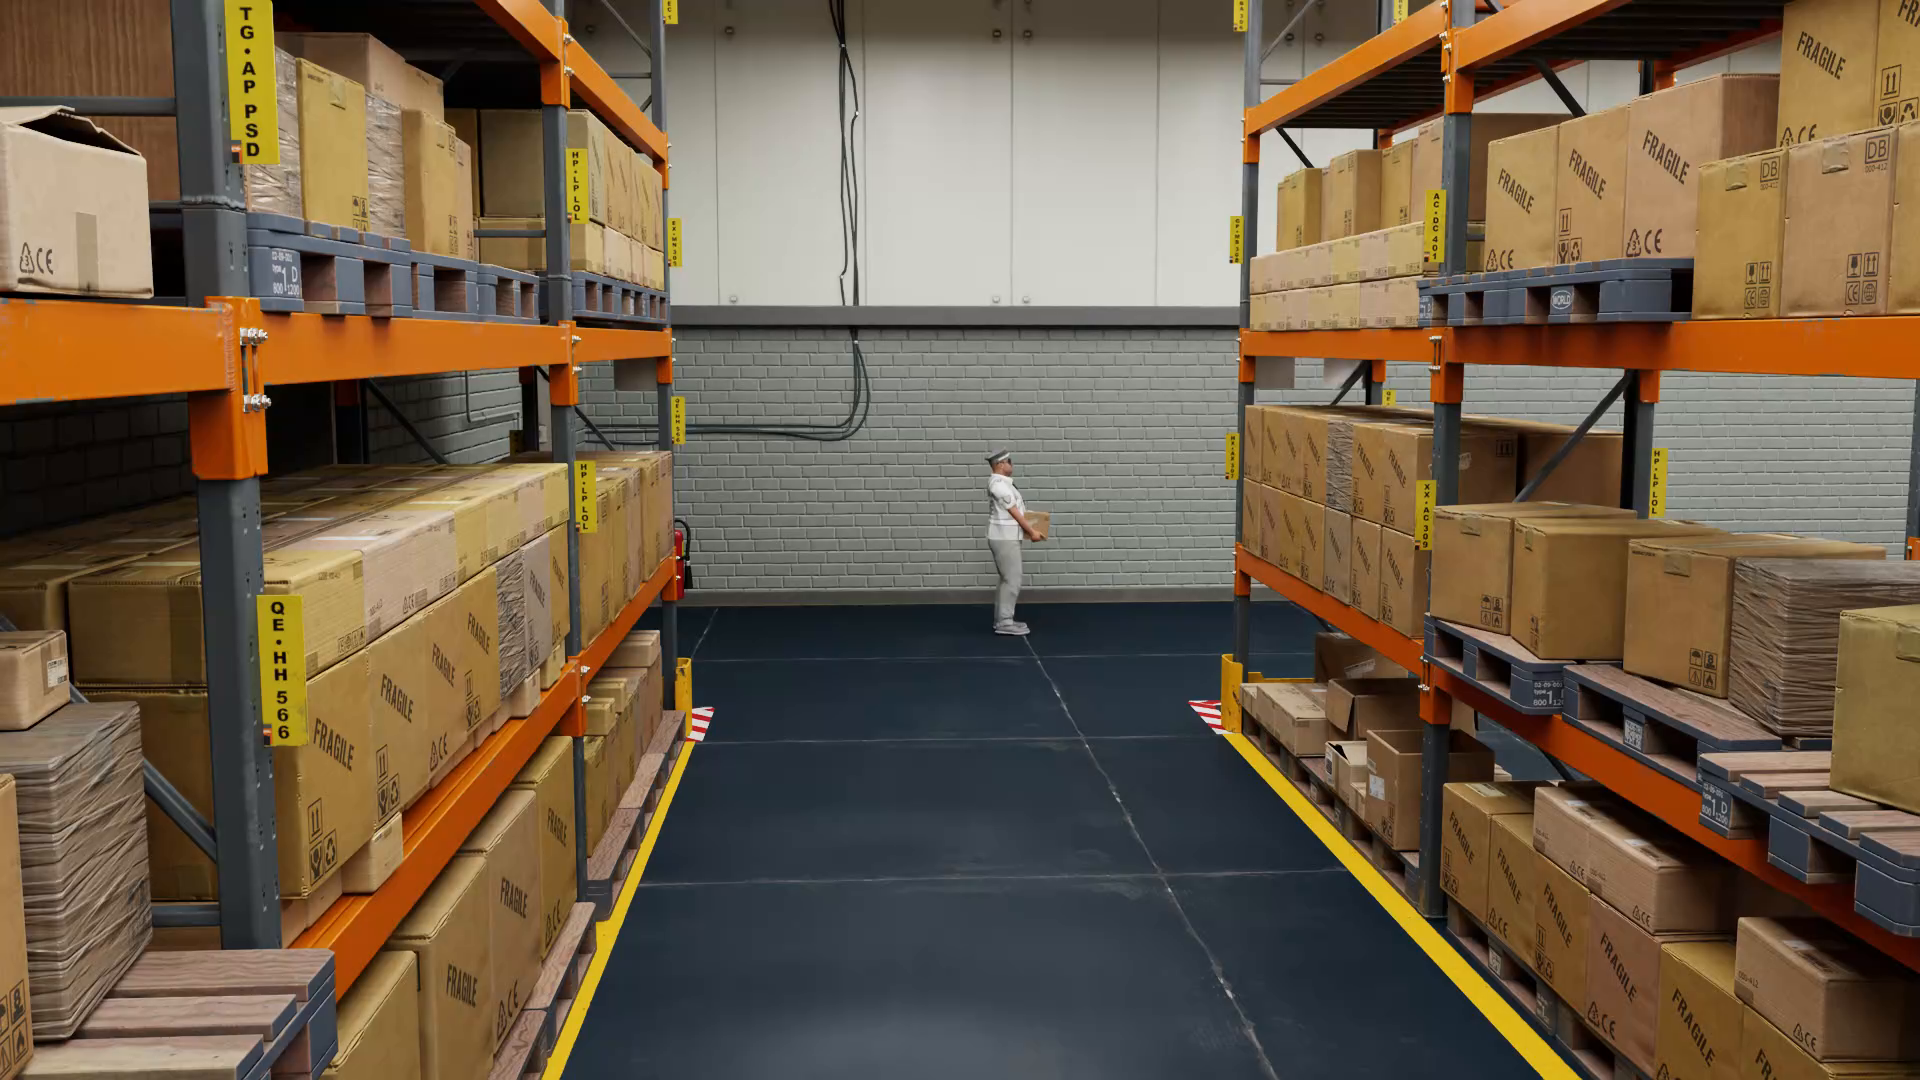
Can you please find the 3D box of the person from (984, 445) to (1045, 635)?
[{"bbox_3d":[0.510,-0.008,15.693,0.564,1.768,0.494,0,7,-4],"label":"person"}]
